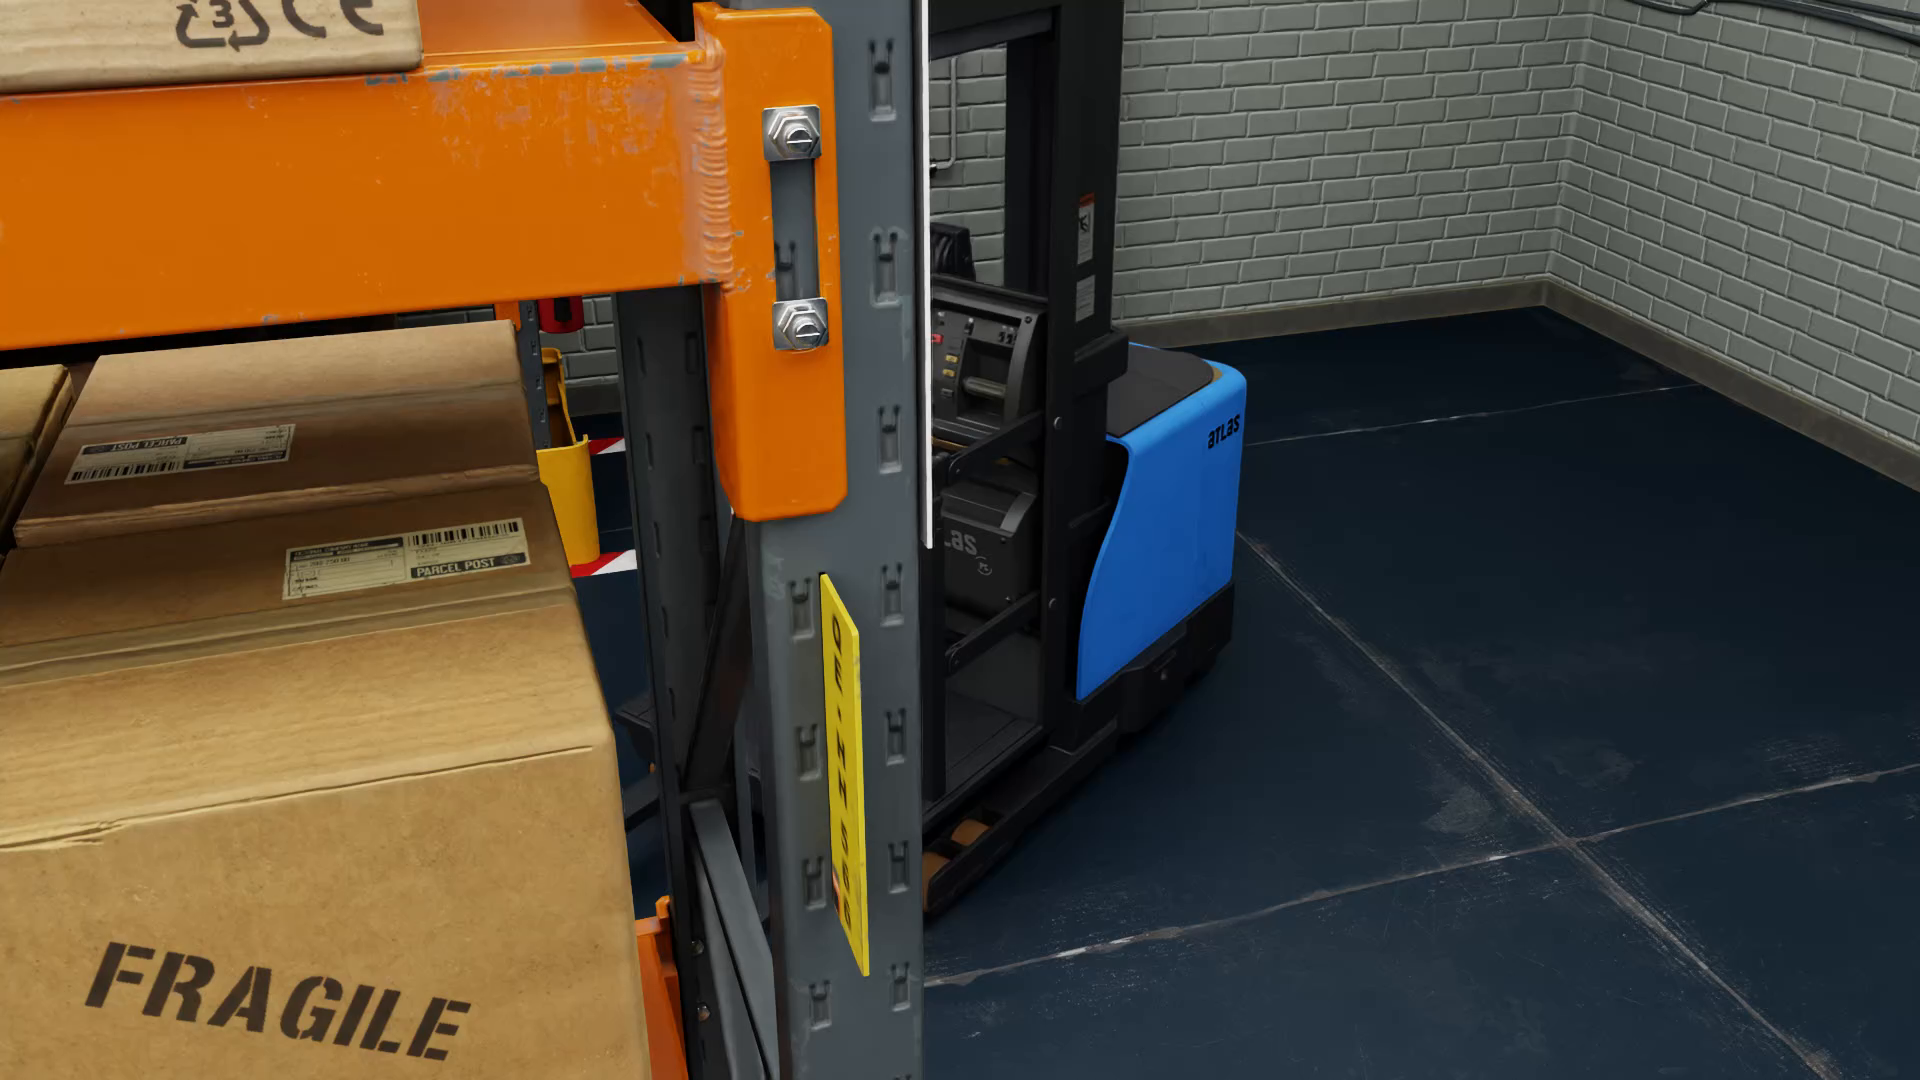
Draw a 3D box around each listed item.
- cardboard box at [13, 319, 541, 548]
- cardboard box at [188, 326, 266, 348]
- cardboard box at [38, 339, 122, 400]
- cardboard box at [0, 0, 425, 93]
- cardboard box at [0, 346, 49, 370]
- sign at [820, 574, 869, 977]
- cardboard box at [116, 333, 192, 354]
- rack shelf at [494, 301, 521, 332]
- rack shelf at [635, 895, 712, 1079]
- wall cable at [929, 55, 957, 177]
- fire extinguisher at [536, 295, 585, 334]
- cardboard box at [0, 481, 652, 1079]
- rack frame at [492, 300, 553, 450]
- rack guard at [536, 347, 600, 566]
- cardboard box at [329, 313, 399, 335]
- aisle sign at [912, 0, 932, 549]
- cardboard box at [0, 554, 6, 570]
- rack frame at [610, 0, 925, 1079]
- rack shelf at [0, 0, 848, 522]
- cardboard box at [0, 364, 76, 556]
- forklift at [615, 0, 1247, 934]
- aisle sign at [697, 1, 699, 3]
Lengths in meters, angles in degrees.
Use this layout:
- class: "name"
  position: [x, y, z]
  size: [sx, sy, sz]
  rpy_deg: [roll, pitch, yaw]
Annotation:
- class: "cardboard box"
  position: [-0.748, 0.072, 1.994]
  size: [0.500, 0.500, 0.500]
  rpy_deg: [-7, 27, -15]
- class: "cardboard box"
  position: [-2.841, -0.731, 6.458]
  size: [0.250, 0.149, 0.380]
  rpy_deg: [-8, 28, -16]
- class: "cardboard box"
  position: [-3.321, -0.661, 6.318]
  size: [0.250, 0.149, 0.380]
  rpy_deg: [-8, 27, -15]
- class: "cardboard box"
  position: [-0.652, -0.479, 1.137]
  size: [0.500, 0.250, 0.500]
  rpy_deg: [-8, 28, -16]
- class: "cardboard box"
  position: [-3.565, -0.626, 6.246]
  size: [0.250, 0.149, 0.380]
  rpy_deg: [-8, 27, -16]
- class: "sign"
  position: [-0.092, 0.192, 1.332]
  size: [0.005, 0.325, 0.100]
  rpy_deg: [-8, 28, -16]
- class: "cardboard box"
  position: [-3.080, -0.696, 6.389]
  size: [0.250, 0.149, 0.380]
  rpy_deg: [-8, 28, -16]
- class: "rack shelf"
  position: [-3.684, -0.881, 5.961]
  size: [4.000, 0.370, 1.077]
  rpy_deg: [-8, 28, -16]
- class: "rack shelf"
  position: [-2.146, 1.213, 1.743]
  size: [4.000, 0.370, 1.077]
  rpy_deg: [-8, 28, -16]
- class: "wall cable"
  position: [-0.858, -2.510, 7.290]
  size: [1.851, 1.984, 0.084]
  rpy_deg: [-8, 28, -16]
- class: "fire extinguisher"
  position: [-1.496, -1.103, 6.104]
  size: [0.183, 0.674, 0.296]
  rpy_deg: [-8, 28, -16]
- class: "cardboard box"
  position: [-0.583, 0.300, 1.535]
  size: [0.500, 0.500, 0.500]
  rpy_deg: [-8, 28, -17]
- class: "rack frame"
  position: [-1.782, -1.479, 6.355]
  size: [0.127, 3.000, 1.000]
  rpy_deg: [-8, 28, -16]
- class: "rack guard"
  position: [-1.759, -0.362, 6.918]
  size: [0.348, 0.500, 1.175]
  rpy_deg: [-8, 28, -16]
- class: "cardboard box"
  position: [-2.360, -0.801, 6.599]
  size: [0.250, 0.149, 0.380]
  rpy_deg: [-8, 28, -16]
- class: "aisle sign"
  position: [-0.085, -0.429, 1.317]
  size: [0.004, 0.787, 0.394]
  rpy_deg: [-8, 28, -16]
- class: "cardboard box"
  position: [-1.063, 0.370, 1.394]
  size: [0.500, 0.500, 0.500]
  rpy_deg: [-7, 27, -15]
- class: "rack frame"
  position: [-0.246, 0.614, 2.140]
  size: [0.053, 2.616, 0.949]
  rpy_deg: [-8, 28, -16]
- class: "rack shelf"
  position: [-2.146, -0.131, 1.076]
  size: [4.000, 0.370, 1.077]
  rpy_deg: [-8, 28, -16]
- class: "cardboard box"
  position: [-1.243, 0.147, 1.843]
  size: [0.500, 0.500, 0.500]
  rpy_deg: [-8, 27, -16]
- class: "forklift"
  position: [-0.313, -0.516, 4.492]
  size: [1.130, 2.935, 3.031]
  rpy_deg: [18, 32, 32]
- class: "aisle sign"
  position: [-0.271, -0.683, 1.828]
  size: [0.004, 0.787, 0.394]
  rpy_deg: [-8, 28, -16]
